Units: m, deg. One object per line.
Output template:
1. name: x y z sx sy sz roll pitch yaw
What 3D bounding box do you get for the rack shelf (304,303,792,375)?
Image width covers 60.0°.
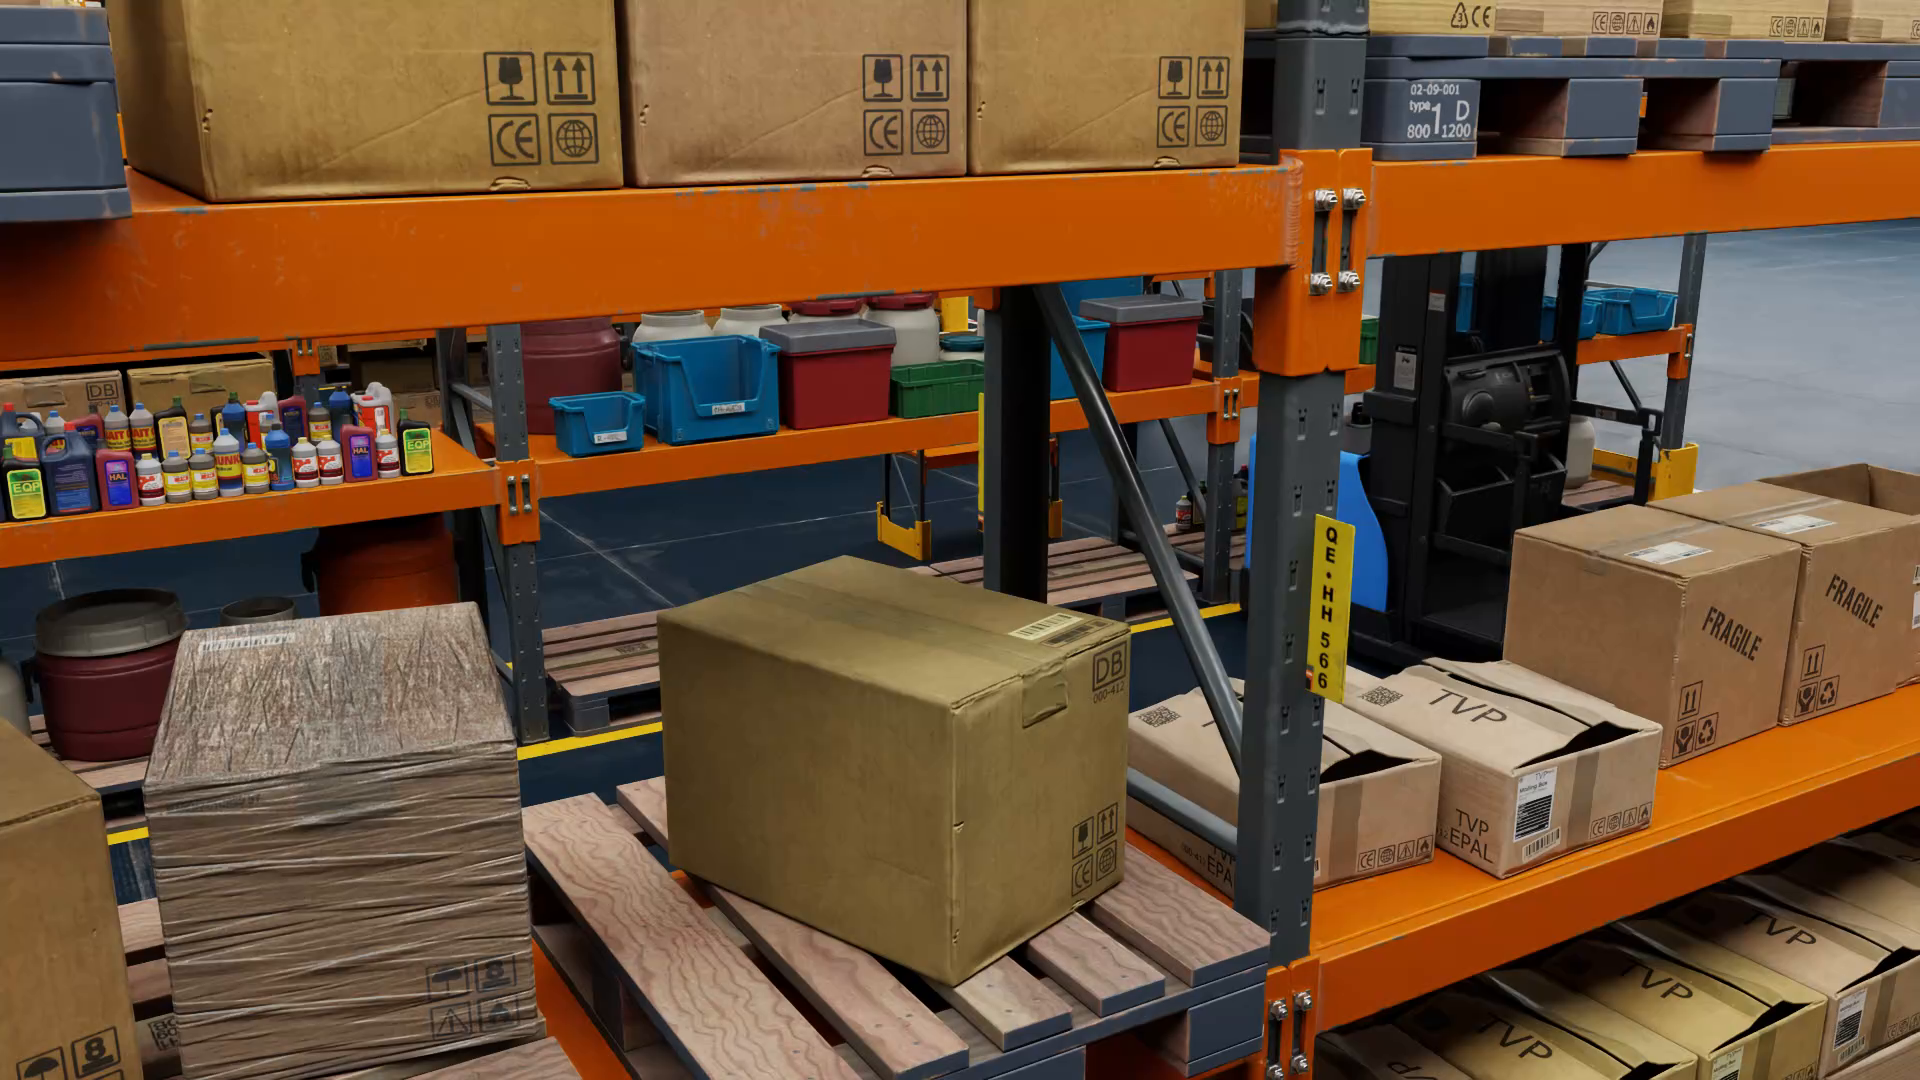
1. rack shelf: -3.025 -1.707 12.776 4.000 0.370 1.077 -9 18 -30

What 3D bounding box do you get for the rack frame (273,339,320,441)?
1. rack frame: -4.739 -1.776 11.687 0.127 3.000 1.000 -9 18 -30

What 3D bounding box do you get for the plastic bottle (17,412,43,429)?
1. plastic bottle: -3.915 -0.392 6.980 0.135 0.276 0.152 -9 18 -30

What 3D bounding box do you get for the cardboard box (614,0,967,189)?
1. cardboard box: -0.435 -0.836 2.593 0.500 0.500 0.910 -9 18 -30

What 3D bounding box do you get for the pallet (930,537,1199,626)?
1. pallet: 0.587 0.275 9.538 1.213 0.211 1.003 -9 18 -30

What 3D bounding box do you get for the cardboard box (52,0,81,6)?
1. cardboard box: -7.852 -4.607 14.628 0.258 0.266 0.396 -9 18 -30

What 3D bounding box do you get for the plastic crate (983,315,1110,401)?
1. plastic crate: 0.455 -0.953 8.781 0.575 0.384 0.392 -9 18 -30

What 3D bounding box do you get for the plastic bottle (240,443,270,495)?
1. plastic bottle: -2.872 -0.295 6.772 0.097 0.201 0.097 0 16 0

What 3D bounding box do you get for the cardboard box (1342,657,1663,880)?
1. cardboard box: 1.226 0.480 3.805 0.500 0.311 0.500 -9 18 -30

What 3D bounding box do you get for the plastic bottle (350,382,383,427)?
1. plastic bottle: -2.726 -0.585 7.668 0.135 0.276 0.152 -9 18 -30

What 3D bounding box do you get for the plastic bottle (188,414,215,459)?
1. plastic bottle: -3.350 -0.456 7.348 0.097 0.201 0.097 0 16 0

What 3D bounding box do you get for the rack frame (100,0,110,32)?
1. rack frame: -9.843 -6.957 19.057 0.127 3.000 1.000 -9 18 -30

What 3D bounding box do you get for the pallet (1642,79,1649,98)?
1. pallet: 3.909 -3.003 10.857 1.213 0.211 1.003 -9 18 -30

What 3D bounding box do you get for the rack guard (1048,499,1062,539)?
1. rack guard: 0.492 -0.200 11.161 0.087 0.250 0.587 -9 18 -30

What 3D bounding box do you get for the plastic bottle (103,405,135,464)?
1. plastic bottle: -3.632 -0.444 7.175 0.097 0.271 0.097 0 16 0

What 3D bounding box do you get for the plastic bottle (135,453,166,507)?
1. plastic bottle: -3.206 -0.241 6.579 0.097 0.201 0.097 0 16 0

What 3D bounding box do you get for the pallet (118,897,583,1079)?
1. pallet: -1.305 0.881 2.567 1.213 0.211 1.003 -9 18 -30

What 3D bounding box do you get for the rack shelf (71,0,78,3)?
1. rack shelf: -14.117 -7.288 22.311 4.000 0.370 1.077 -9 18 -30

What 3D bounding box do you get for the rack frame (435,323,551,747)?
1. rack frame: -2.189 -0.630 7.599 0.127 3.000 1.000 -9 18 -30

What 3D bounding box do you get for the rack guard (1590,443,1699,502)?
1. rack guard: 4.628 -0.517 11.827 0.348 0.500 1.175 -9 18 -30

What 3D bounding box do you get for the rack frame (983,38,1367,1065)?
1. rack frame: 0.359 0.517 3.509 0.127 3.000 1.000 -9 18 -30

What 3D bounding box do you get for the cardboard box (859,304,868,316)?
1. cardboard box: -1.650 -2.996 19.199 0.875 0.875 0.875 -10 18 -31

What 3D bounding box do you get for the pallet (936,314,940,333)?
1. pallet: -0.995 -2.577 19.714 1.213 0.211 1.003 -9 18 -30

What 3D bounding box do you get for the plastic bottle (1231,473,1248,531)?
1. plastic bottle: 1.718 -0.245 10.319 0.185 0.351 0.144 -9 18 -30

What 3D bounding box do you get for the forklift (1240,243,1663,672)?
1. forklift: 2.837 -0.725 8.066 1.130 2.935 3.031 -11 19 -34

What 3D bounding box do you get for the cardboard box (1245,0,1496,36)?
1. cardboard box: 0.719 -1.134 3.339 0.500 0.250 0.500 -11 19 -34

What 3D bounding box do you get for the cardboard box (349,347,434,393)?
1. cardboard box: -4.181 -1.245 12.221 0.500 0.250 0.500 -8 18 -27

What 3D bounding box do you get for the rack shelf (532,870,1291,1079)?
1. rack shelf: -1.355 1.141 2.614 4.000 0.370 1.077 -9 18 -30

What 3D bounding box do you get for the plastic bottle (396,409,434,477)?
1. plastic bottle: -2.316 -0.419 7.062 0.133 0.283 0.061 -9 18 -30

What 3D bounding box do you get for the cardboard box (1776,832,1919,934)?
1. cardboard box: 2.717 1.078 4.785 0.500 0.311 0.500 -9 18 -30

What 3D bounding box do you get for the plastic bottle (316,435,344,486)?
1. plastic bottle: -2.622 -0.335 6.917 0.097 0.201 0.097 0 16 0

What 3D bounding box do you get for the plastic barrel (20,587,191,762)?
1. plastic barrel: -3.567 0.558 7.051 0.708 0.588 0.600 -9 18 -30

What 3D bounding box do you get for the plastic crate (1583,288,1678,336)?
1. plastic crate: 4.394 -1.531 11.091 0.616 0.251 0.499 -9 18 -30

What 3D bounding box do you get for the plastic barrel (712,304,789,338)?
1. plastic barrel: -1.056 -0.935 8.479 0.421 0.512 0.421 0 16 0

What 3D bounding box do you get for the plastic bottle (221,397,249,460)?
1. plastic bottle: -3.205 -0.494 7.354 0.097 0.271 0.097 0 16 0

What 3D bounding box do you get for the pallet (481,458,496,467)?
1. pallet: -4.069 -0.541 12.450 1.213 0.211 1.003 -9 18 -30

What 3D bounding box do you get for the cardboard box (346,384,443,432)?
1. cardboard box: -4.175 -0.882 12.314 0.500 0.500 0.700 -10 19 -33

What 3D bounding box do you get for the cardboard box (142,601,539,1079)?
1. cardboard box: -1.005 0.463 2.737 0.500 0.500 0.700 -6 17 -19

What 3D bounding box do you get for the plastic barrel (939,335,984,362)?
1. plastic barrel: 0.027 -0.971 9.072 0.301 0.262 0.301 0 16 0

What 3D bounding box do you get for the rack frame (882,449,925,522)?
1. rack frame: -0.363 -0.663 10.498 0.032 1.500 0.500 -9 18 -30

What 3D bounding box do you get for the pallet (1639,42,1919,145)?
1. pallet: 1.852 -1.108 4.097 1.213 0.211 1.003 -8 18 -27

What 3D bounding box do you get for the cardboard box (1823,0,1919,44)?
1. cardboard box: 2.117 -1.362 4.154 0.500 0.250 0.500 -11 19 -34

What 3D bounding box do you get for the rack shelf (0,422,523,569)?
1. rack shelf: -3.903 -0.005 6.704 4.000 0.370 1.077 -9 18 -30

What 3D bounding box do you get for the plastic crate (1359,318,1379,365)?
1. plastic crate: 2.549 -1.207 10.051 0.662 0.188 0.450 -9 18 -30

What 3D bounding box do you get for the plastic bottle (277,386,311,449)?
1. plastic bottle: -3.031 -0.553 7.542 0.133 0.283 0.061 -9 18 -30

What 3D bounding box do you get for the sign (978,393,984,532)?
1. sign: 0.071 -0.169 3.809 0.005 0.325 0.100 -9 18 -30

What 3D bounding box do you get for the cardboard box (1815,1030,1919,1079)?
1. cardboard box: 2.272 1.419 4.607 0.500 0.250 0.500 -9 18 -29

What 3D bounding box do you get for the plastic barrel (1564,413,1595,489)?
1. plastic barrel: 4.144 -0.637 11.456 0.421 0.512 0.421 0 16 0

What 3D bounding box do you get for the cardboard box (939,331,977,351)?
1. cardboard box: 0.032 -1.563 14.780 0.500 0.500 0.500 -11 19 -35

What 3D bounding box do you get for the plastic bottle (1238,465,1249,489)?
1. plastic bottle: 1.808 -0.305 10.533 0.185 0.351 0.144 -10 19 -32

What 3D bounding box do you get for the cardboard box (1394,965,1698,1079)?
1. cardboard box: 1.405 1.289 4.032 0.500 0.311 0.500 -10 18 -31

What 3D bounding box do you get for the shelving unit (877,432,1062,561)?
1. shelving unit: 0.065 -0.733 10.745 1.083 1.500 0.587 -9 18 -30

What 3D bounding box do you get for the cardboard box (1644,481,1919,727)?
1. cardboard box: 2.240 0.158 4.602 0.500 0.500 0.500 -9 18 -30

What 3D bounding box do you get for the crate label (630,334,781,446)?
1. crate label: -1.198 -0.722 7.864 0.616 0.435 0.502 -9 18 -30

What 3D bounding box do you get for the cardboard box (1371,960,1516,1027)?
1. cardboard box: 1.124 1.165 4.474 0.500 0.311 0.500 -10 18 -31

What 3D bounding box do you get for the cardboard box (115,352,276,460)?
1. cardboard box: -5.342 -0.864 11.592 0.875 0.875 1.225 -10 19 -32

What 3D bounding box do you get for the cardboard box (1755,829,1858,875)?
1. cardboard box: 2.431 0.953 5.230 0.500 0.311 0.500 -10 18 -32

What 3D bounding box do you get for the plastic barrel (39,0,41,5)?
1. plastic barrel: -3.631 -2.060 6.116 0.433 0.535 0.433 0 16 0

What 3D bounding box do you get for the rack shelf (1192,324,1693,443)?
1. rack shelf: 2.955 -1.117 10.672 4.000 0.370 1.077 -9 18 -30

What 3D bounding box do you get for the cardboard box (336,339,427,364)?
1. cardboard box: -5.891 -2.242 16.742 0.750 0.750 1.050 -9 18 -29
